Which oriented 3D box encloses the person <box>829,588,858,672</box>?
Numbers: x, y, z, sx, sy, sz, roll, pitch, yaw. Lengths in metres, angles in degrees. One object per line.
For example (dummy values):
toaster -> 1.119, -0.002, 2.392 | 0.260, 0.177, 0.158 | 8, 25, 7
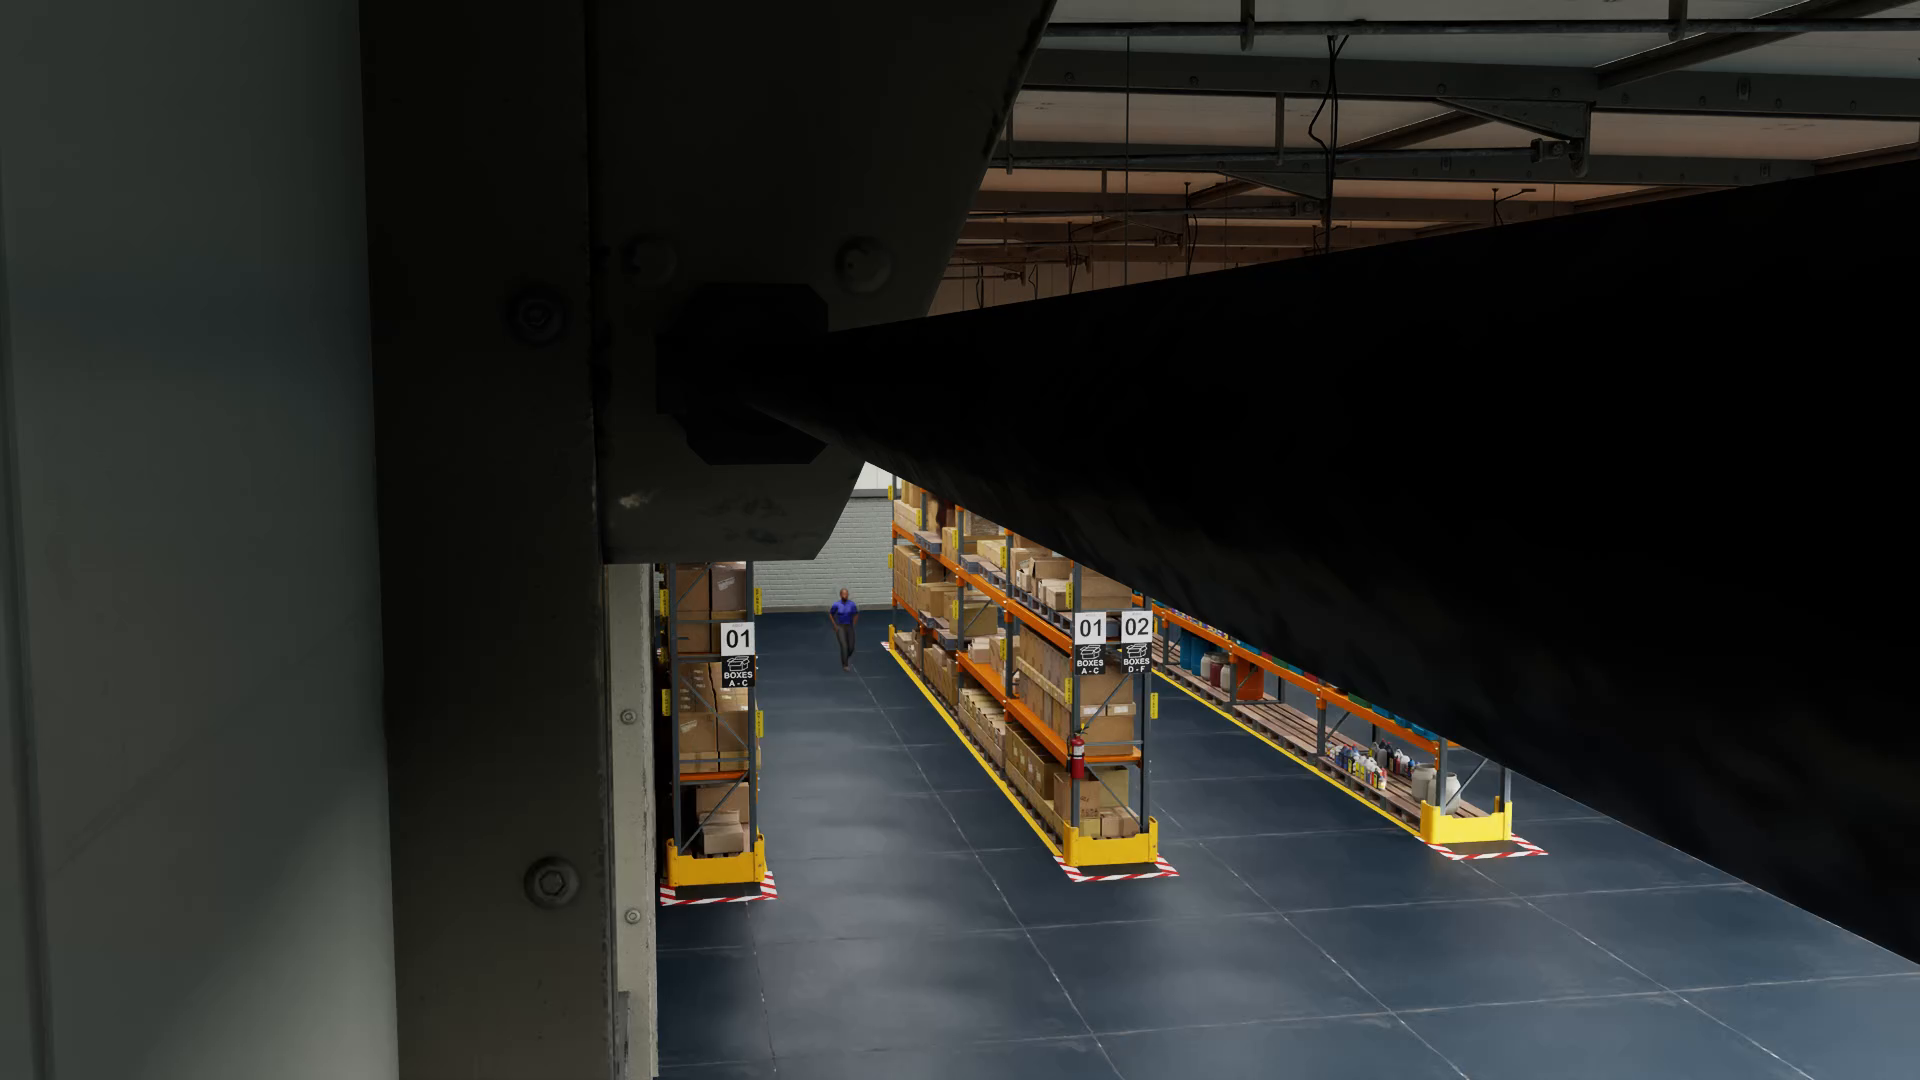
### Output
person -> -2.248, 1.746, 32.366 | 0.571, 1.620, 0.588 | -2, 6, -17
